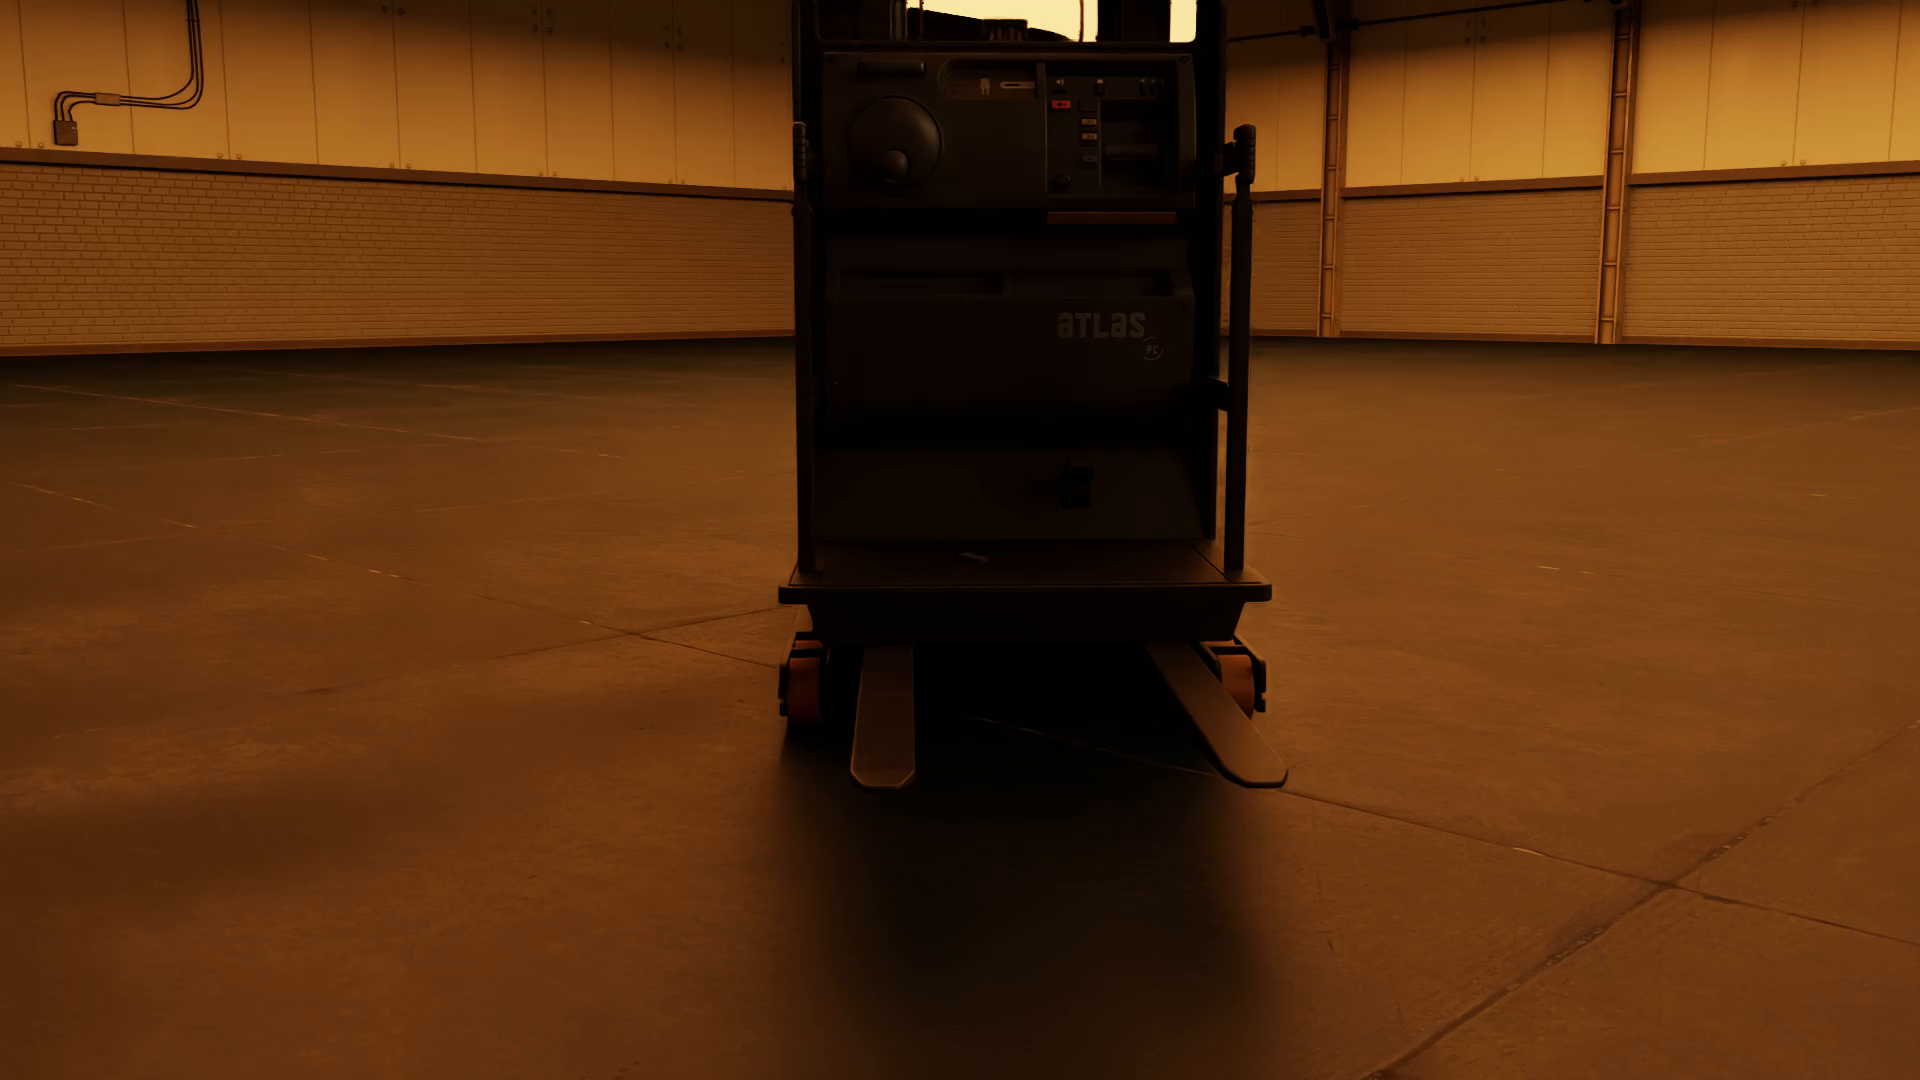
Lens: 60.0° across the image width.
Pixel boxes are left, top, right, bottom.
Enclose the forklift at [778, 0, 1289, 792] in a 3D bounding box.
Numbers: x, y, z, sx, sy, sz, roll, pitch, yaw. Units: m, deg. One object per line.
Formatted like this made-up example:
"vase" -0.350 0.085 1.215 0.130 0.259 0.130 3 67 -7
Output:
"forklift" 0.132 -1.065 3.943 1.130 2.935 3.031 0 9 -2
